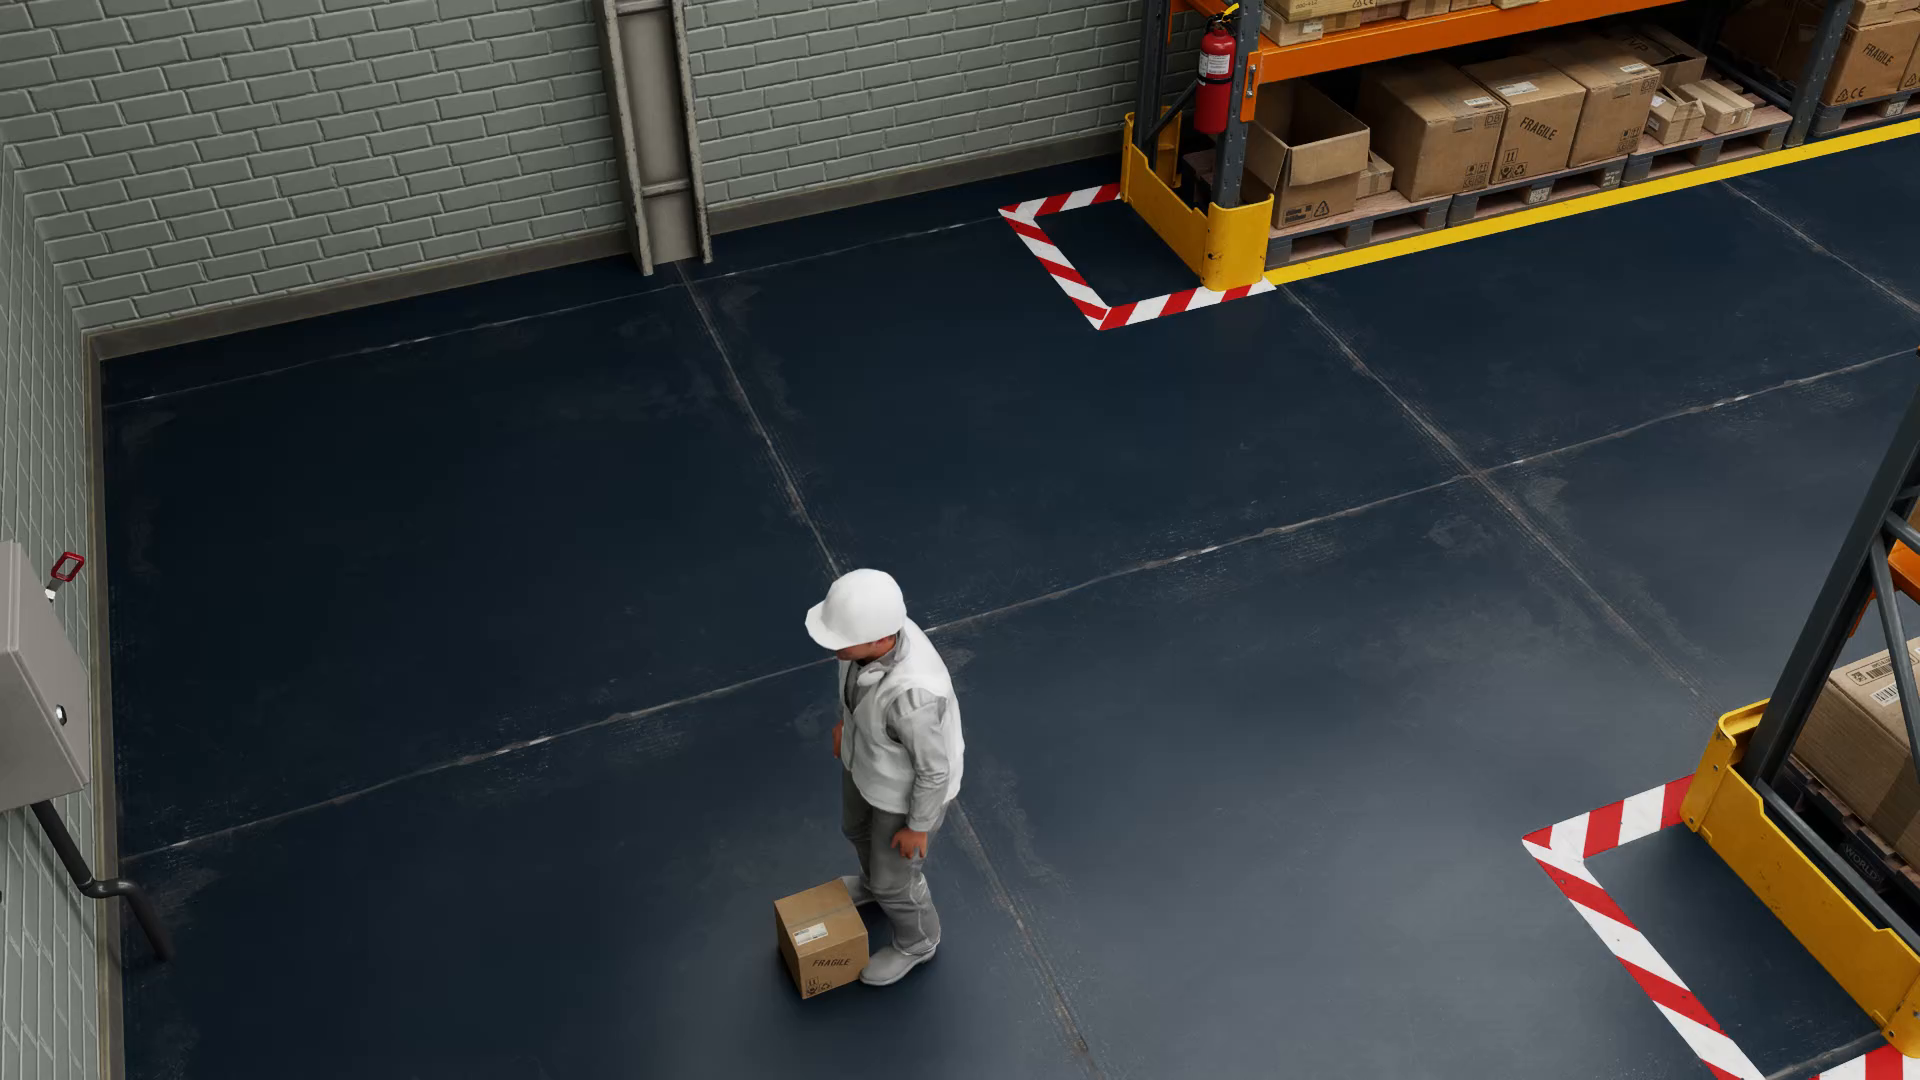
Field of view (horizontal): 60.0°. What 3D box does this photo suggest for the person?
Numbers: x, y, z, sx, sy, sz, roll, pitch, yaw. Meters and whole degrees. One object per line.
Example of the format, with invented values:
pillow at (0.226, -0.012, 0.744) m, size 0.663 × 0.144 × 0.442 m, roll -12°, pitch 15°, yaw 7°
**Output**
person at (-0.233, 0.739, 5.304) m, size 0.462 × 1.771 × 0.594 m, roll -18°, pitch 44°, yaw -19°
